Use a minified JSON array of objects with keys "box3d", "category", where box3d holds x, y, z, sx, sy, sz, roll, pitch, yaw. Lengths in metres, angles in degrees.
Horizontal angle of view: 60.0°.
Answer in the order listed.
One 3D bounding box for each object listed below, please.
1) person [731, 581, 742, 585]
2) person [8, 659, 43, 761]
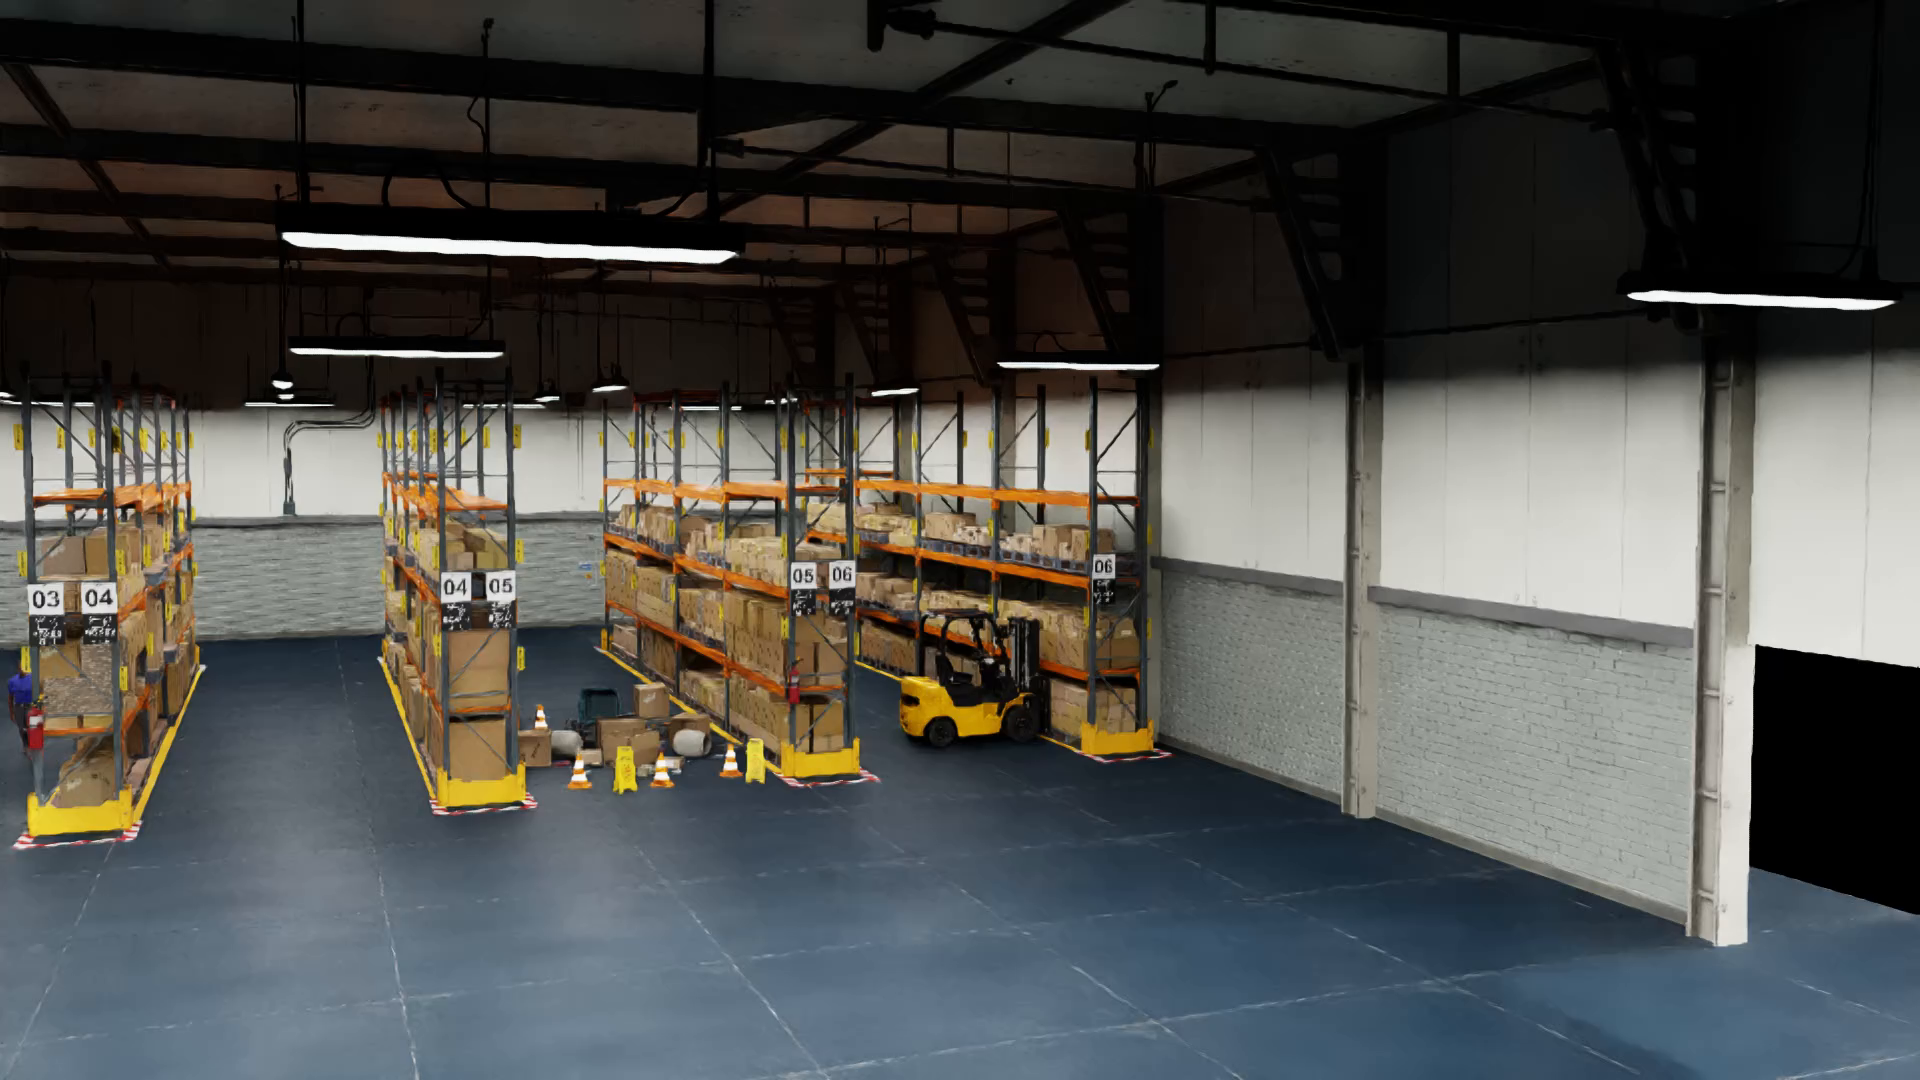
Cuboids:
[{"box3d":[-6.095,1.455,45.309,0.608,1.638,0.475,3,4,36],"category":"person"},{"box3d":[-14.636,2.633,26.014,0.447,1.574,1.088,-1,4,-19],"category":"person"}]
